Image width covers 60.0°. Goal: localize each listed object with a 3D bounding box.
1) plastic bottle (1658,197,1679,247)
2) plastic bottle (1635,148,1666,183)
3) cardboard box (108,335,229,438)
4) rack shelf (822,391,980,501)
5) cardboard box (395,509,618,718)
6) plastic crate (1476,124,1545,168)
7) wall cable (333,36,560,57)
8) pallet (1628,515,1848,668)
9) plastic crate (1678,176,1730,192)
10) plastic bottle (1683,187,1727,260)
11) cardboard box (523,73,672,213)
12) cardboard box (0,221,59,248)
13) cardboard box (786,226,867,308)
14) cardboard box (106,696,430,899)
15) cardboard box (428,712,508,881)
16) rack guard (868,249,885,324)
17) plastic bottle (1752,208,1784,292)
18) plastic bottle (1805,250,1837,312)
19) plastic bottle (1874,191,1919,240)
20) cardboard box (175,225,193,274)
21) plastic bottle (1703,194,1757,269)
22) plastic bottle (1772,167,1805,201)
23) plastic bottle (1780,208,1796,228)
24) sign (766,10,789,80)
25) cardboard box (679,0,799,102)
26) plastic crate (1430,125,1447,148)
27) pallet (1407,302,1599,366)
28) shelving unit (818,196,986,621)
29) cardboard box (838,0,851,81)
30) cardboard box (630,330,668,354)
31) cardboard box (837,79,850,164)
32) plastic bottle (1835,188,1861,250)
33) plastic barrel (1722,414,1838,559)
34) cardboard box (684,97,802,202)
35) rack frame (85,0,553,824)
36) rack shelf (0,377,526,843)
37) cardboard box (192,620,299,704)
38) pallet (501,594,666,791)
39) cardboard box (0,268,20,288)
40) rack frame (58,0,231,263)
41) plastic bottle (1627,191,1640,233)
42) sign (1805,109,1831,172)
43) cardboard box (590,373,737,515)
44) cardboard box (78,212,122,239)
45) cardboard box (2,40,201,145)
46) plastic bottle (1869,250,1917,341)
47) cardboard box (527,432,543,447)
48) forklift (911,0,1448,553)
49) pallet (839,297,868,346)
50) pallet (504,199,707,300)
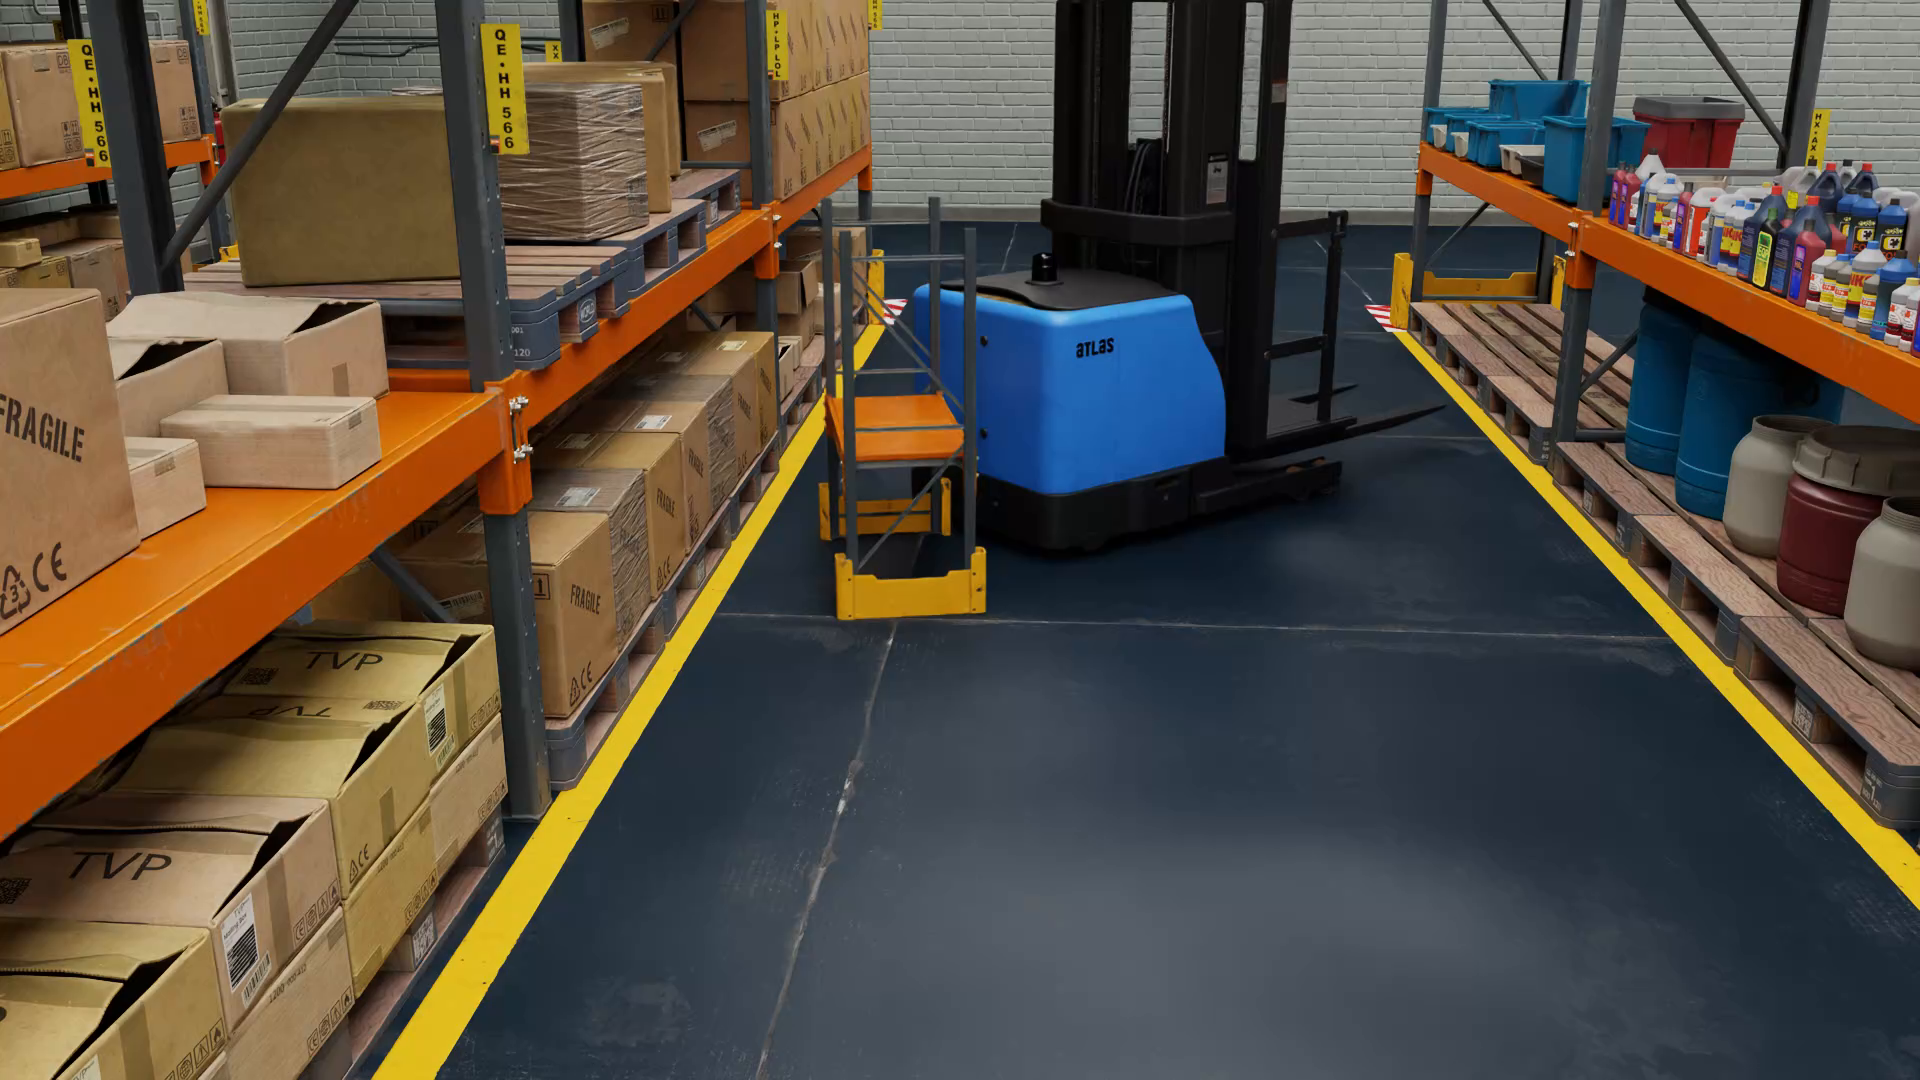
[{"bbox_3d":[3.017,-1.345,7.031,0.097,0.201,0.097,0,18,0],"label":"plastic bottle"},{"bbox_3d":[3.147,-1.616,7.617,0.144,0.351,0.185,1,18,4],"label":"plastic bottle"},{"bbox_3d":[-1.986,-0.308,3.688,0.500,0.311,0.500,1,18,3],"label":"cardboard box"},{"bbox_3d":[-0.262,-0.403,6.822,0.538,0.185,1.000,-3,18,-8],"label":"rack shelf"},{"bbox_3d":[-1.411,0.220,5.242,0.500,0.500,0.500,2,18,6],"label":"cardboard box"},{"bbox_3d":[3.324,-2.374,10.024,0.416,0.233,0.300,1,18,4],"label":"plastic crate"},{"bbox_3d":[-5.334,-6.342,17.312,3.097,2.526,0.112,1,18,4],"label":"wall cable"},{"bbox_3d":[3.317,0.189,6.506,1.003,0.211,1.213,1,18,4],"label":"pallet"},{"bbox_3d":[3.675,-1.799,8.423,0.396,0.136,0.243,1,18,4],"label":"plastic crate"},{"bbox_3d":[3.019,-1.272,6.688,0.152,0.276,0.135,1,18,4],"label":"plastic bottle"},{"bbox_3d":[-1.507,-1.563,6.541,0.700,0.500,0.500,-3,18,-10],"label":"cardboard box"},{"bbox_3d":[-6.308,-2.047,11.152,0.380,0.149,0.250,2,18,5],"label":"cardboard box"},{"bbox_3d":[-0.948,-1.955,11.880,0.500,0.500,0.500,1,18,4],"label":"cardboard box"},{"bbox_3d":[-1.551,0.547,3.778,0.500,0.311,0.500,1,18,3],"label":"cardboard box"},{"bbox_3d":[-1.523,0.652,4.357,0.500,0.250,0.500,2,18,5],"label":"cardboard box"},{"bbox_3d":[-1.160,-1.897,12.409,1.175,0.500,0.348,1,18,4],"label":"rack guard"},{"bbox_3d":[2.920,-1.045,5.984,0.061,0.283,0.133,1,18,4],"label":"plastic bottle"},{"bbox_3d":[2.907,-0.871,5.584,0.097,0.201,0.097,0,18,0],"label":"plastic bottle"},{"bbox_3d":[3.721,-1.254,6.631,0.152,0.276,0.135,1,18,4],"label":"plastic bottle"},{"bbox_3d":[-6.046,-2.010,12.079,0.700,0.500,0.500,1,18,4],"label":"cardboard box"},{"bbox_3d":[3.003,-1.200,6.469,0.152,0.276,0.135,1,18,4],"label":"plastic bottle"},{"bbox_3d":[3.793,-1.566,7.583,0.152,0.276,0.135,1,18,4],"label":"plastic bottle"},{"bbox_3d":[2.981,-1.044,5.980,0.061,0.283,0.133,1,18,4],"label":"plastic bottle"},{"bbox_3d":[-0.888,-2.405,8.086,0.100,0.325,0.005,1,18,4],"label":"sign"},{"bbox_3d":[-1.127,-2.529,8.557,0.500,0.500,0.500,2,18,5],"label":"cardboard box"},{"bbox_3d":[3.334,-2.733,11.273,0.250,0.136,0.298,1,18,4],"label":"plastic crate"},{"bbox_3d":[3.688,-1.416,11.406,1.003,0.211,1.213,1,18,4],"label":"pallet"},{"bbox_3d":[-0.264,-0.577,6.774,0.587,1.500,1.083,-3,18,-8],"label":"shelving unit"},{"bbox_3d":[-0.980,-3.169,10.509,0.500,0.500,0.500,2,18,5],"label":"cardboard box"},{"bbox_3d":[-1.719,-0.742,8.179,0.500,0.500,0.500,0,18,1],"label":"cardboard box"},{"bbox_3d":[-0.990,-2.695,10.669,0.500,0.500,0.500,1,18,4],"label":"cardboard box"},{"bbox_3d":[3.605,-1.290,6.751,0.097,0.271,0.097,0,18,0],"label":"plastic bottle"},{"bbox_3d":[3.262,-0.210,6.567,0.421,0.512,0.421,0,18,0],"label":"plastic barrel"},{"bbox_3d":[-1.133,-2.066,8.749,0.500,0.500,0.500,2,18,5],"label":"cardboard box"},{"bbox_3d":[-1.728,-0.624,4.509,1.000,3.000,0.127,1,18,4],"label":"rack frame"},{"bbox_3d":[-1.872,0.339,2.725,1.077,0.370,4.000,1,18,4],"label":"rack shelf"},{"bbox_3d":[-2.059,0.373,4.308,0.500,0.311,0.500,2,18,6],"label":"cardboard box"},{"bbox_3d":[-1.637,0.470,5.648,1.003,0.211,1.213,1,18,4],"label":"pallet"},{"bbox_3d":[-6.188,-1.373,10.136,0.700,0.500,0.500,1,18,3],"label":"cardboard box"},{"bbox_3d":[-6.096,-3.218,12.426,1.000,3.000,0.127,1,18,4],"label":"rack frame"},{"bbox_3d":[3.047,-1.478,7.435,0.097,0.201,0.097,0,18,0],"label":"plastic bottle"},{"bbox_3d":[4.047,-1.873,7.877,0.100,0.325,0.005,1,18,4],"label":"sign"},{"bbox_3d":[-1.271,-0.418,7.191,0.500,0.500,0.500,2,18,5],"label":"cardboard box"},{"bbox_3d":[-5.891,-2.195,11.602,0.380,0.149,0.250,2,18,5],"label":"cardboard box"},{"bbox_3d":[-6.123,-3.202,11.895,0.980,0.700,0.700,2,18,6],"label":"cardboard box"},{"bbox_3d":[2.873,-0.754,5.112,0.097,0.271,0.097,0,18,0],"label":"plastic bottle"},{"bbox_3d":[-1.858,-0.101,6.223,0.500,0.500,0.500,1,18,2],"label":"cardboard box"},{"bbox_3d":[1.237,-1.693,7.884,3.031,2.935,1.130,-14,23,-37],"label":"forklift"},{"bbox_3d":[-1.216,-1.512,11.698,1.003,0.211,1.213,1,18,4],"label":"pallet"},{"bbox_3d":[-1.593,-1.137,6.383,1.003,0.211,1.213,1,18,4],"label":"pallet"}]
